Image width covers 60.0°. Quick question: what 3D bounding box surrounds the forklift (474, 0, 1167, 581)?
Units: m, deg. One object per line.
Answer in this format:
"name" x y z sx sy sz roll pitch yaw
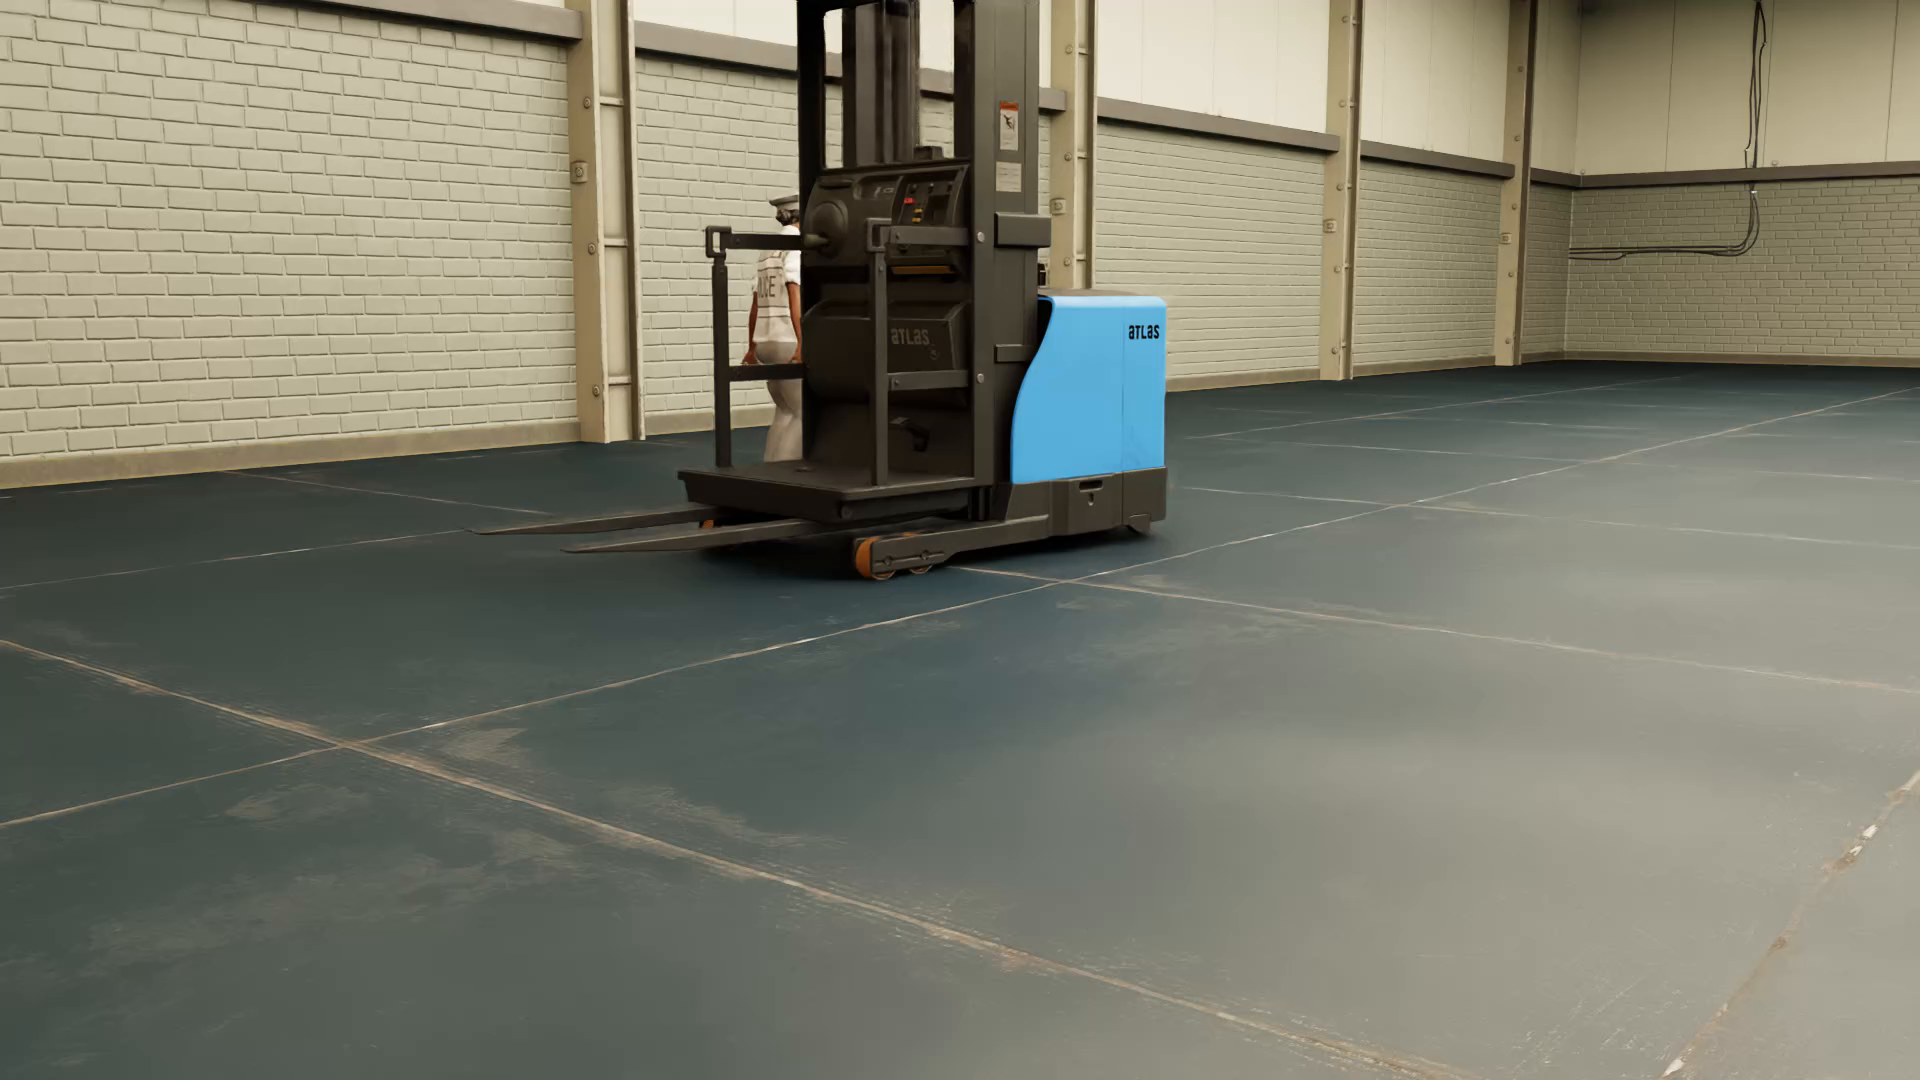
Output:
"forklift" -0.465 -1.379 6.706 3.031 2.935 1.130 -8 12 -44

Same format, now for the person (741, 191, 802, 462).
"person" -0.904 -0.982 8.624 0.427 1.634 0.796 -4 9 -27
